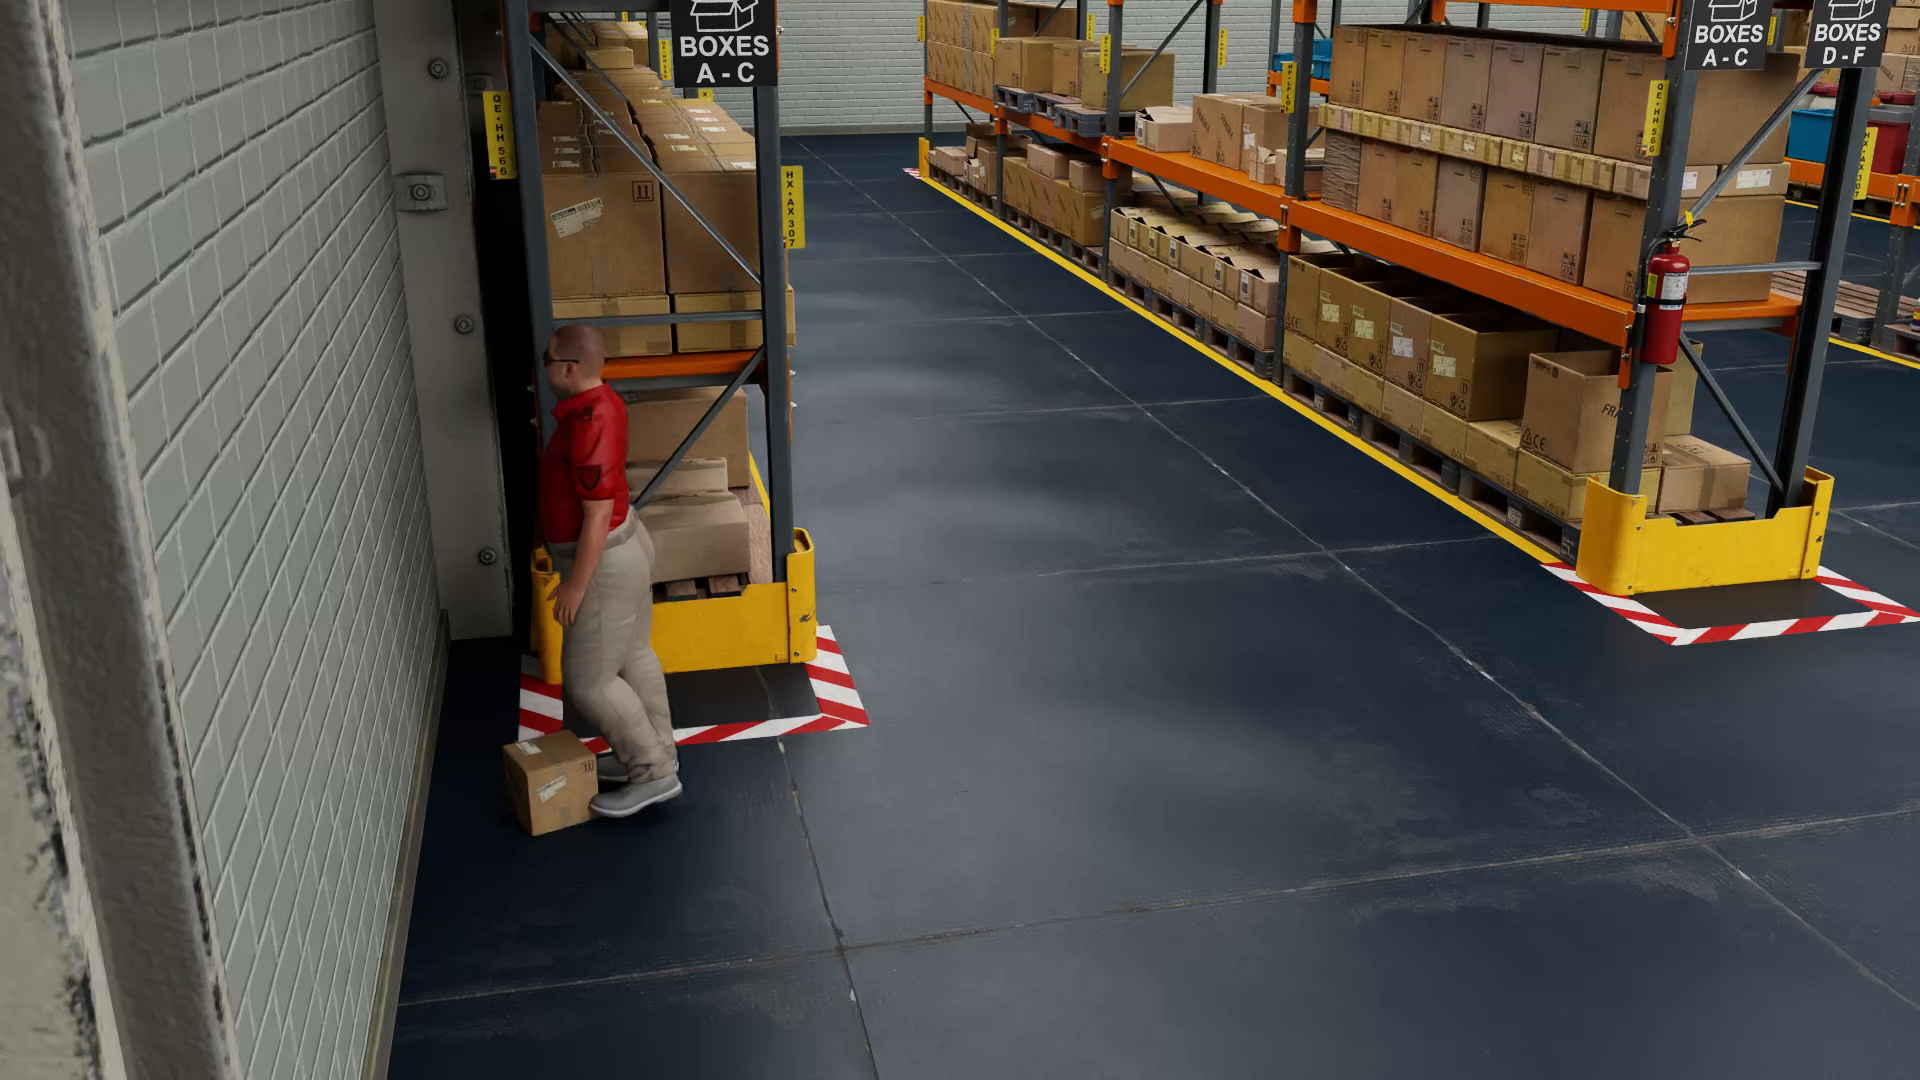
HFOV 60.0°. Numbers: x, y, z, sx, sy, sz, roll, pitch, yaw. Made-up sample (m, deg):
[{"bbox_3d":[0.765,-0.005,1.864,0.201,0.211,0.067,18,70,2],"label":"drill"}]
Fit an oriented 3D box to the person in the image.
[{"bbox_3d":[-1.228,0.094,5.786,0.424,1.717,0.552,-2,20,-6],"label":"person"}]
